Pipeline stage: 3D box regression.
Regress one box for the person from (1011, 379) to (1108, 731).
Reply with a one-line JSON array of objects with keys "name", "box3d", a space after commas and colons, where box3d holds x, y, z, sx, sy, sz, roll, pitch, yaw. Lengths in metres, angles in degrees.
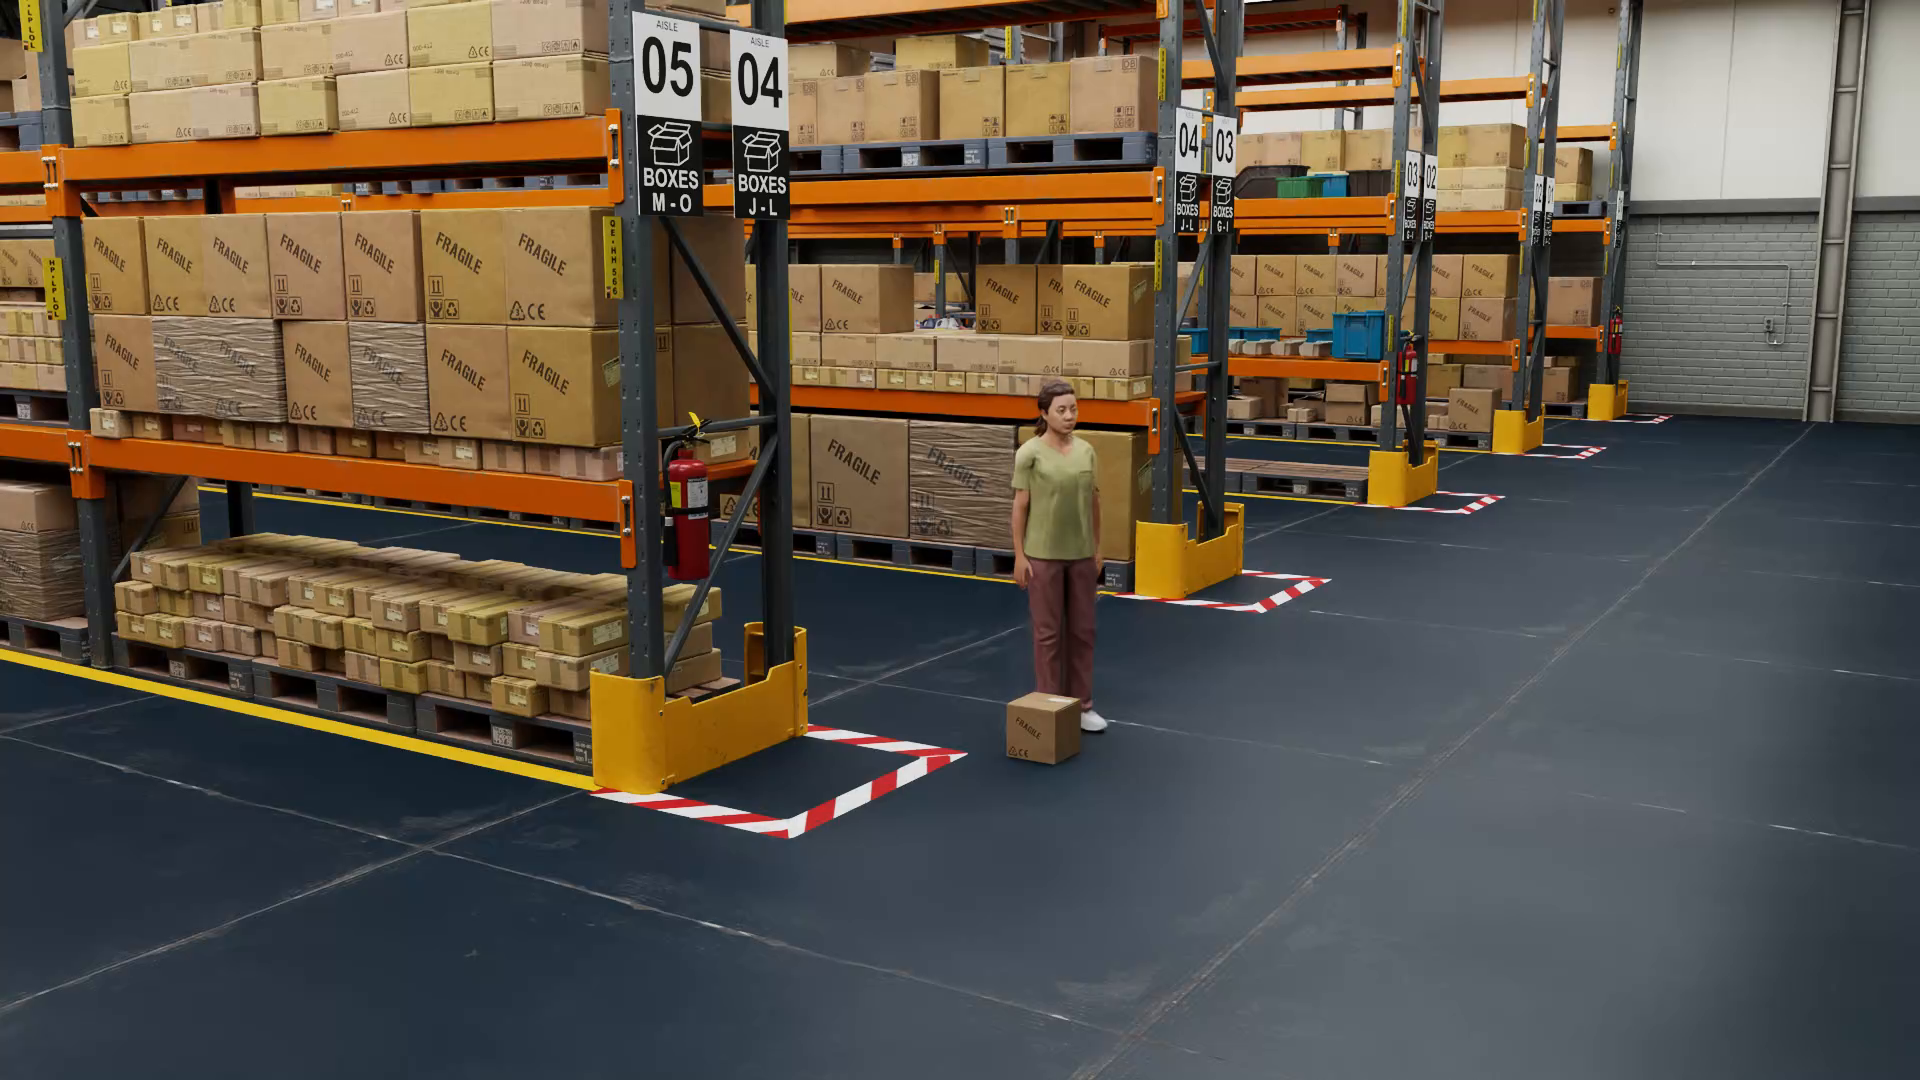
[{"name": "person", "box3d": [0.484, 0.087, 7.826, 0.473, 1.675, 0.424, -3, 10, -19]}]
